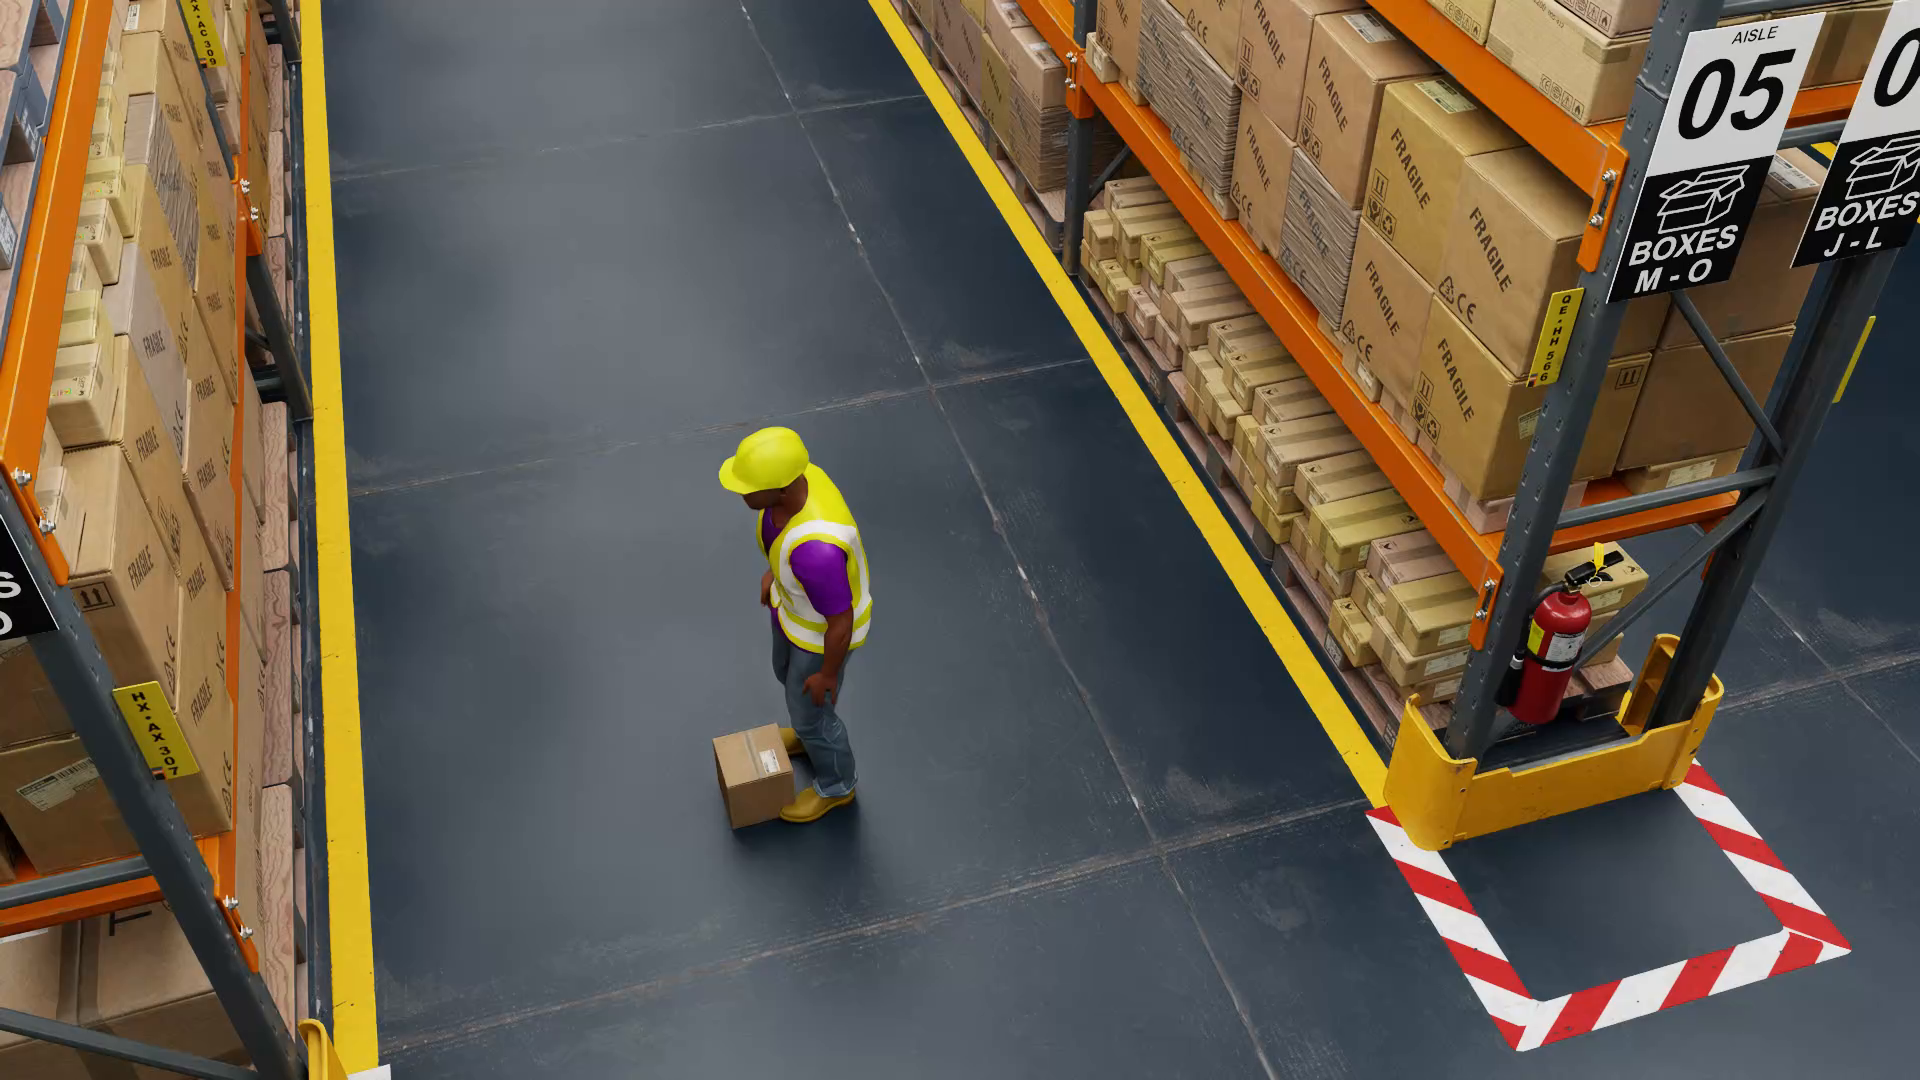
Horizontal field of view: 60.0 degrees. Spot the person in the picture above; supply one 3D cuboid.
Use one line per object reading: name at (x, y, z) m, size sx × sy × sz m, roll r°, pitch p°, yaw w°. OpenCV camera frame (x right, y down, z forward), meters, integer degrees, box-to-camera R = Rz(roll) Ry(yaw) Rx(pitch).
person at (-0.553, 0.285, 5.831) m, size 0.462 × 1.759 × 0.632 m, roll -14°, pitch 44°, yaw -15°
